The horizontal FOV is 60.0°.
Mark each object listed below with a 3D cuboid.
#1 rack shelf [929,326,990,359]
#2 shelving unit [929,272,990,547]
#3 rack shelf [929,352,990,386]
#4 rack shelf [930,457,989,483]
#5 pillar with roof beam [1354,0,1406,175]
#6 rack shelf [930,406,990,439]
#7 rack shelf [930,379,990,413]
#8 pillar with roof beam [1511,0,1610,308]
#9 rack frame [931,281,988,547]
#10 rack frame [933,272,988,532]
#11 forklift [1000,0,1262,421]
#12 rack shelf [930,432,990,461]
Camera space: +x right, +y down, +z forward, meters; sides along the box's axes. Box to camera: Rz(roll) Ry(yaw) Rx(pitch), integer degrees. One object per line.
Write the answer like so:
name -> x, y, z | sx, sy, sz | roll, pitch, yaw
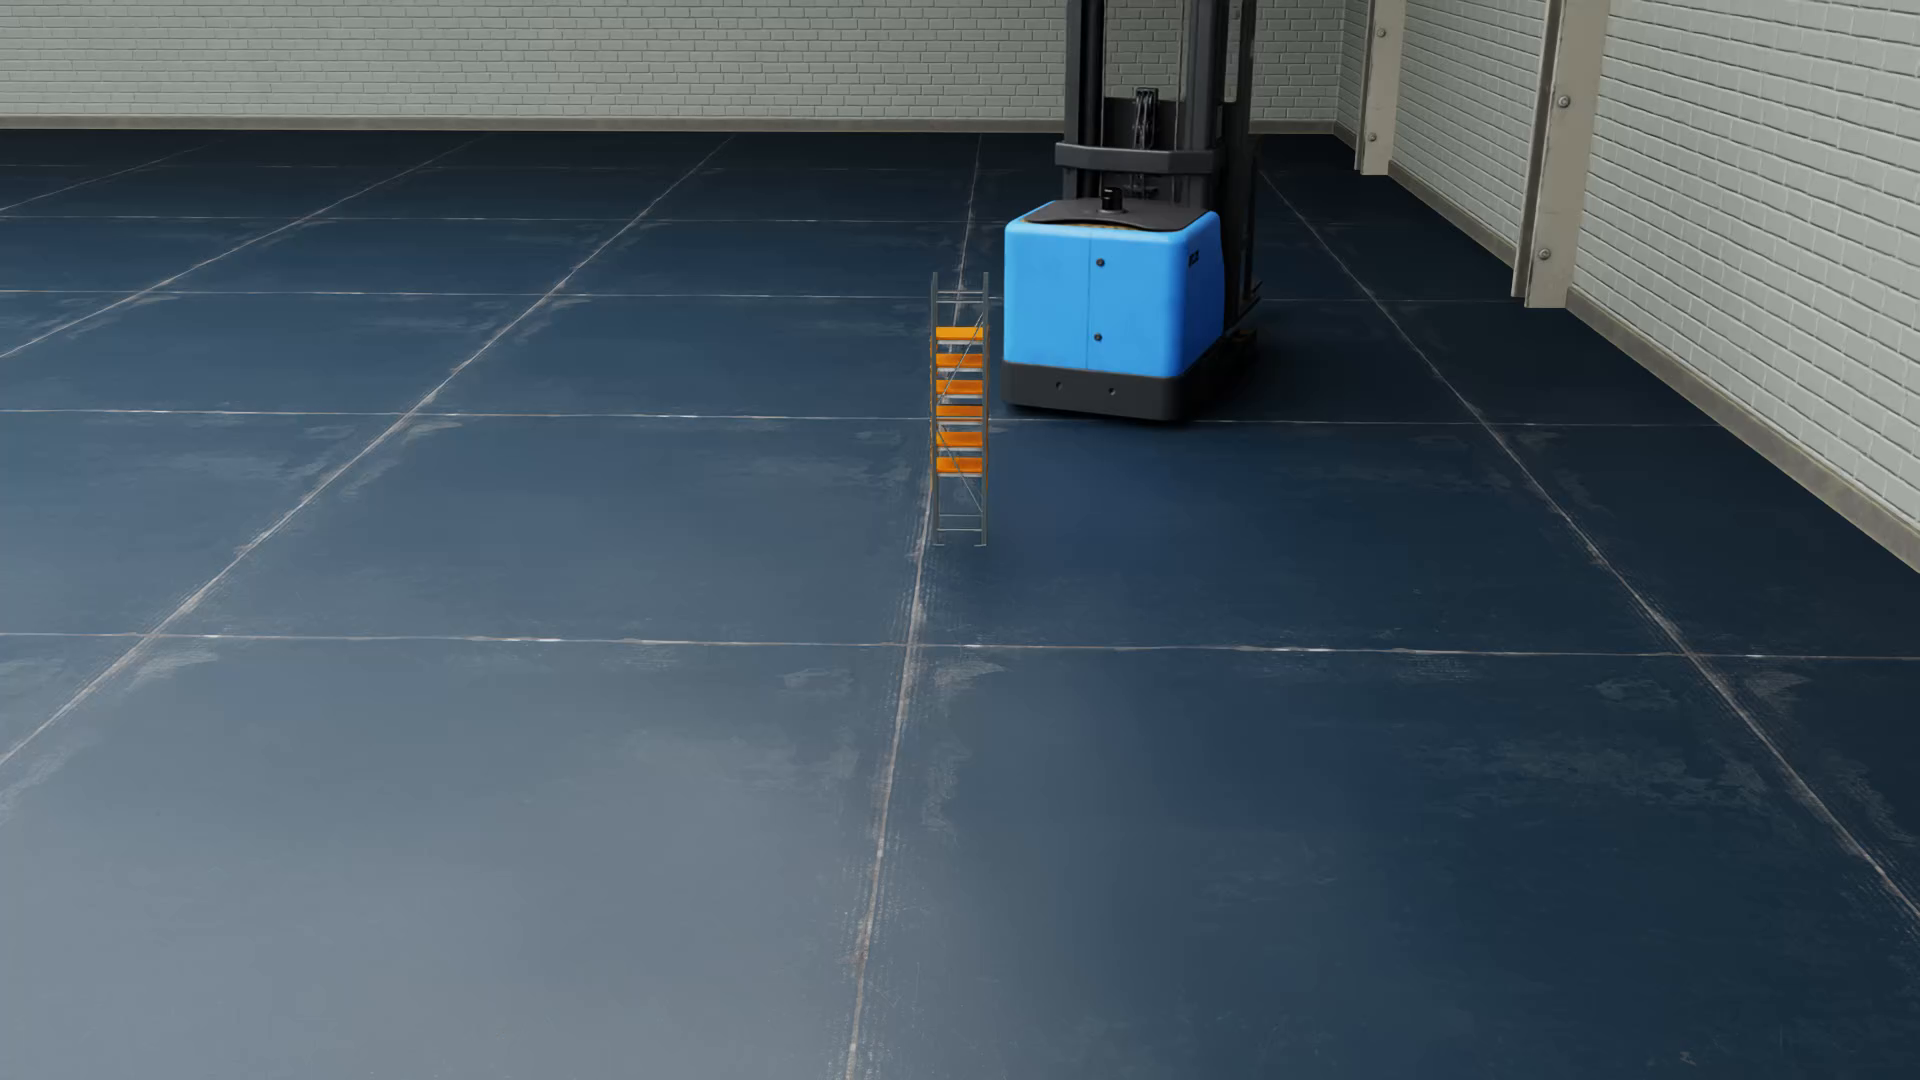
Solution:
rack shelf -> 0.000, -0.859, 7.211 | 0.258, 0.103, 0.180 | 1, 21, 2
shelving unit -> 0.000, -0.565, 7.325 | 0.258, 1.200, 0.189 | 1, 21, 2
rack shelf -> 0.000, -0.747, 7.255 | 0.258, 0.103, 0.180 | 1, 21, 2
rack shelf -> 0.000, -0.299, 7.428 | 0.258, 0.103, 0.180 | 1, 21, 2
pillar with roof beam -> 0.046, -8.126, 16.033 | 9.100, 9.000, 0.400 | 1, 21, 2
rack shelf -> 0.000, -0.523, 7.341 | 0.258, 0.103, 0.180 | 1, 21, 2
rack shelf -> 0.000, -0.635, 7.298 | 0.258, 0.103, 0.180 | 1, 21, 2
pillar with roof beam -> -0.137, -5.957, 10.442 | 9.100, 9.000, 0.400 | 1, 21, 2
rack frame -> -0.002, -0.532, 7.240 | 0.240, 1.200, 0.006 | 1, 21, 2
rack frame -> 0.003, -0.598, 7.411 | 0.240, 1.200, 0.006 | 1, 21, 2
forklift -> 1.238, -2.511, 9.948 | 1.130, 2.935, 3.031 | 8, 23, 20
rack shelf -> 0.000, -0.411, 7.385 | 0.258, 0.103, 0.180 | 1, 21, 2
